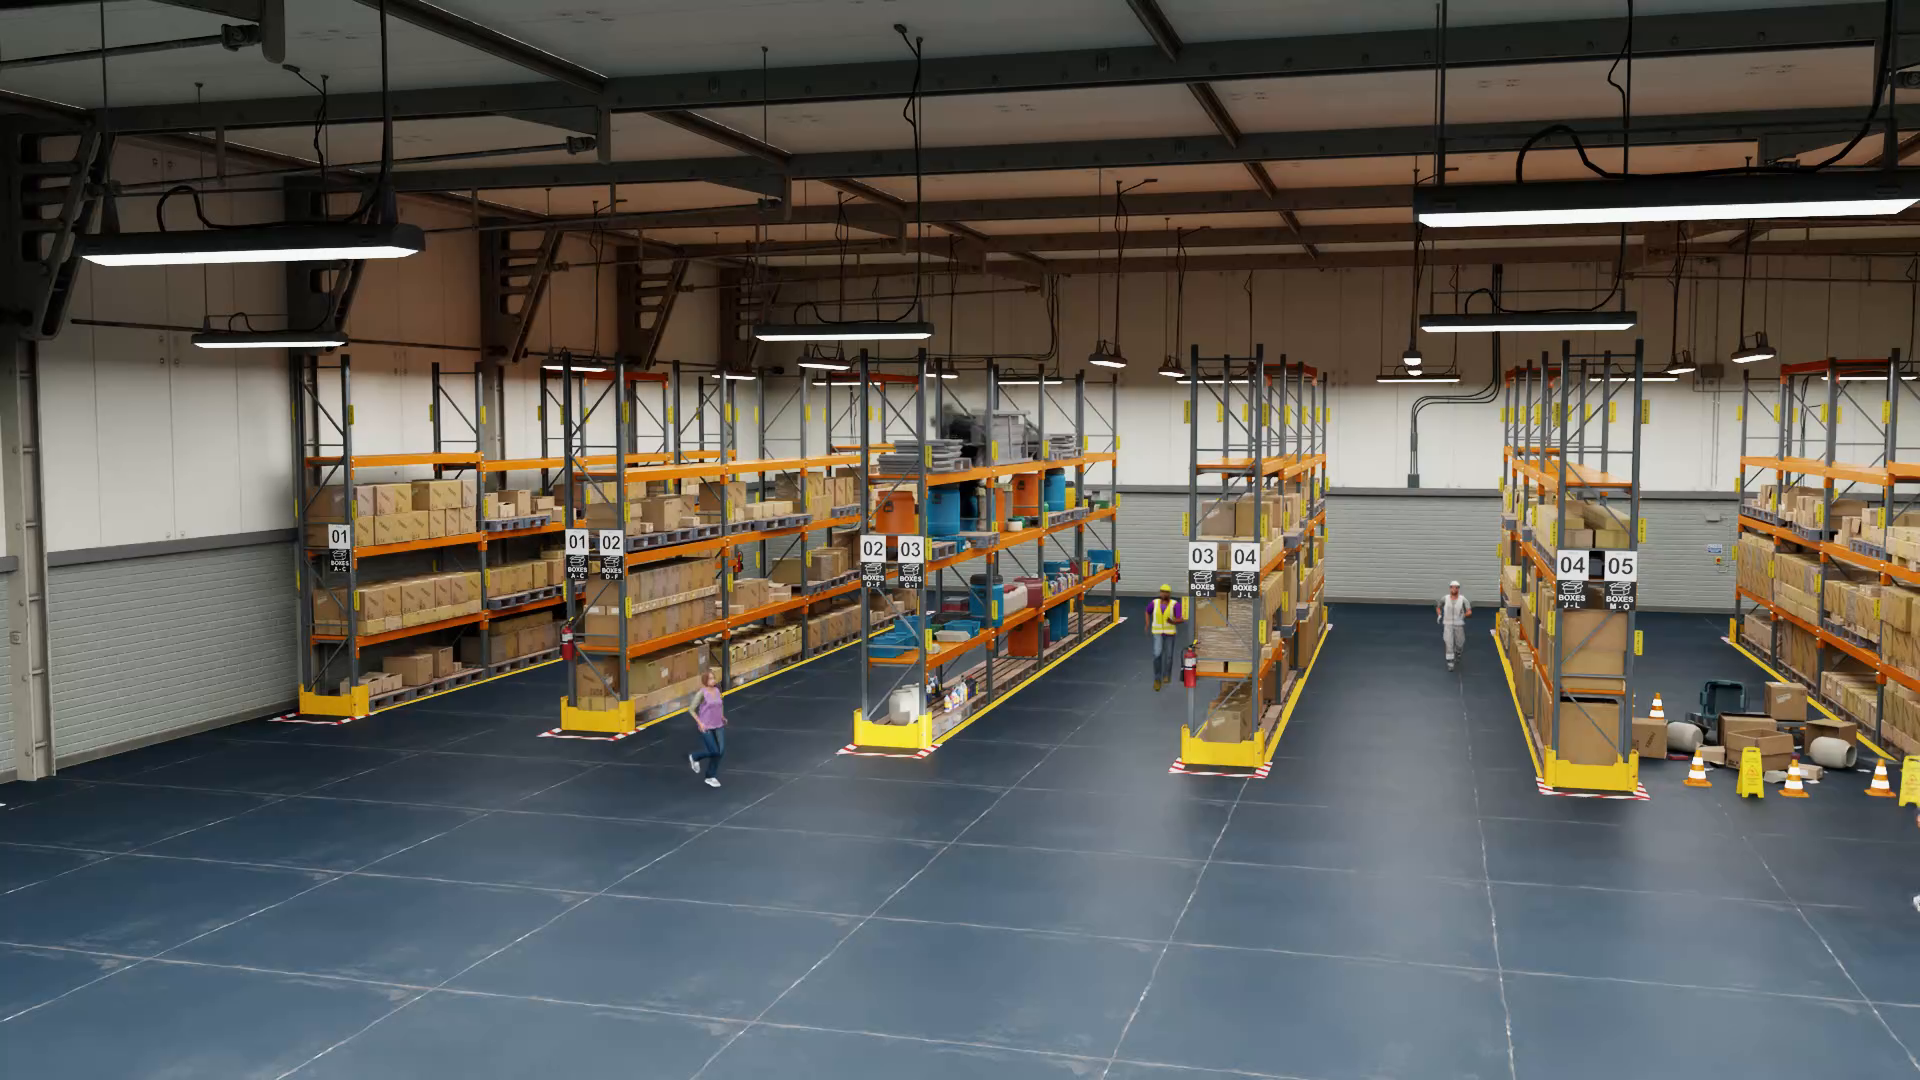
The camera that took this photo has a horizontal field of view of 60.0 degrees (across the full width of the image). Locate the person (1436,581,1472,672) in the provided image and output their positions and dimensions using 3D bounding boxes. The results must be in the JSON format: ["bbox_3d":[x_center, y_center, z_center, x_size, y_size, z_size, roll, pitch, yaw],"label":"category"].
[{"bbox_3d":[9.669,1.682,32.586,0.669,1.760,0.867,1,4,17],"label":"person"}]

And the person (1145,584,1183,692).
[{"bbox_3d":[3.535,1.691,28.860,0.670,1.859,0.712,1,4,9],"label":"person"}]

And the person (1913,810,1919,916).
[{"bbox_3d":[9.453,2.953,15.810,0.687,1.734,0.596,-3,5,-38],"label":"person"}]

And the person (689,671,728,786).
[{"bbox_3d":[-3.419,2.547,22.571,0.544,1.559,0.544,4,6,42],"label":"person"}]
